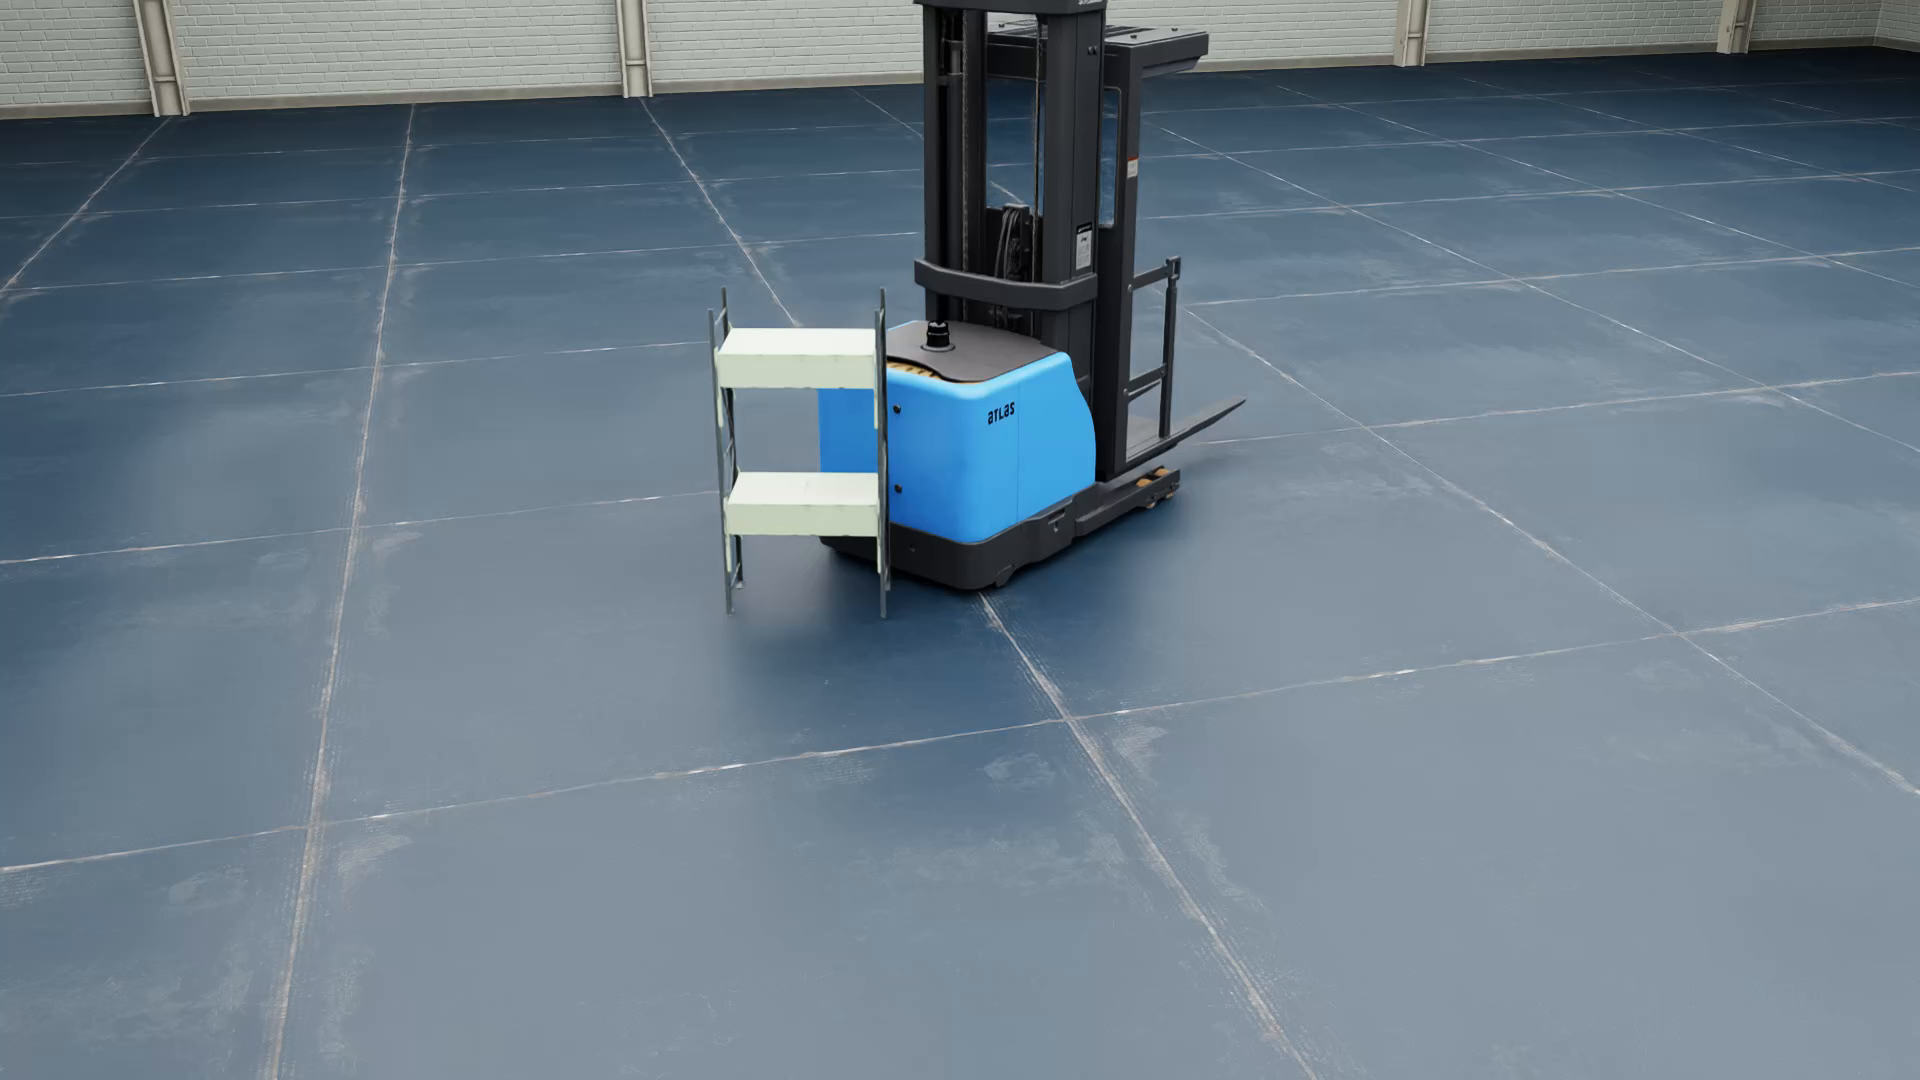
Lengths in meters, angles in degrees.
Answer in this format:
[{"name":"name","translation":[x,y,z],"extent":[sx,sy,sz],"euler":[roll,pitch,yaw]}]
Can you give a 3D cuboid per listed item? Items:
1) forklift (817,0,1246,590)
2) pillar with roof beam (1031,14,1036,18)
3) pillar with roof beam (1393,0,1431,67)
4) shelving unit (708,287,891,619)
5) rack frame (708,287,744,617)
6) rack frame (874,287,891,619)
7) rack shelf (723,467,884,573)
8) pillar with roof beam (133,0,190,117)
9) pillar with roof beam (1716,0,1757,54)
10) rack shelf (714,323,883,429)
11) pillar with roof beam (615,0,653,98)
[{"name":"forklift","translation":[0.574,-1.623,8.816],"extent":[1.130,2.935,3.031],"euler":[17,28,34]},{"name":"pillar with roof beam","translation":[2.441,-9.338,19.102],"extent":[0.400,9.000,9.100],"euler":[-6,24,-14]},{"name":"pillar with roof beam","translation":[8.218,-9.978,20.591],"extent":[0.400,9.000,9.100],"euler":[-6,24,-14]},{"name":"shelving unit","translation":[-0.725,-0.398,7.776],"extent":[0.755,1.500,0.431],"euler":[1,23,1]},{"name":"rack frame","translation":[-1.091,-0.401,7.784],"extent":[0.023,1.500,0.400],"euler":[1,23,1]},{"name":"rack frame","translation":[-0.359,-0.395,7.768],"extent":[0.023,1.500,0.400],"euler":[1,23,1]},{"name":"rack shelf","translation":[-0.725,-0.099,7.904],"extent":[0.720,0.370,0.431],"euler":[1,23,1]},{"name":"pillar with roof beam","translation":[-9.113,-8.060,16.123],"extent":[0.400,9.000,9.100],"euler":[-6,24,-14]},{"name":"pillar with roof beam","translation":[13.995,-10.617,22.080],"extent":[0.400,9.000,9.100],"euler":[-6,24,-14]},{"name":"rack shelf","translation":[-0.725,-0.757,7.622],"extent":[0.720,0.370,0.431],"euler":[1,23,1]},{"name":"pillar with roof beam","translation":[-3.336,-8.699,17.612],"extent":[0.400,9.000,9.100],"euler":[-6,24,-14]}]
